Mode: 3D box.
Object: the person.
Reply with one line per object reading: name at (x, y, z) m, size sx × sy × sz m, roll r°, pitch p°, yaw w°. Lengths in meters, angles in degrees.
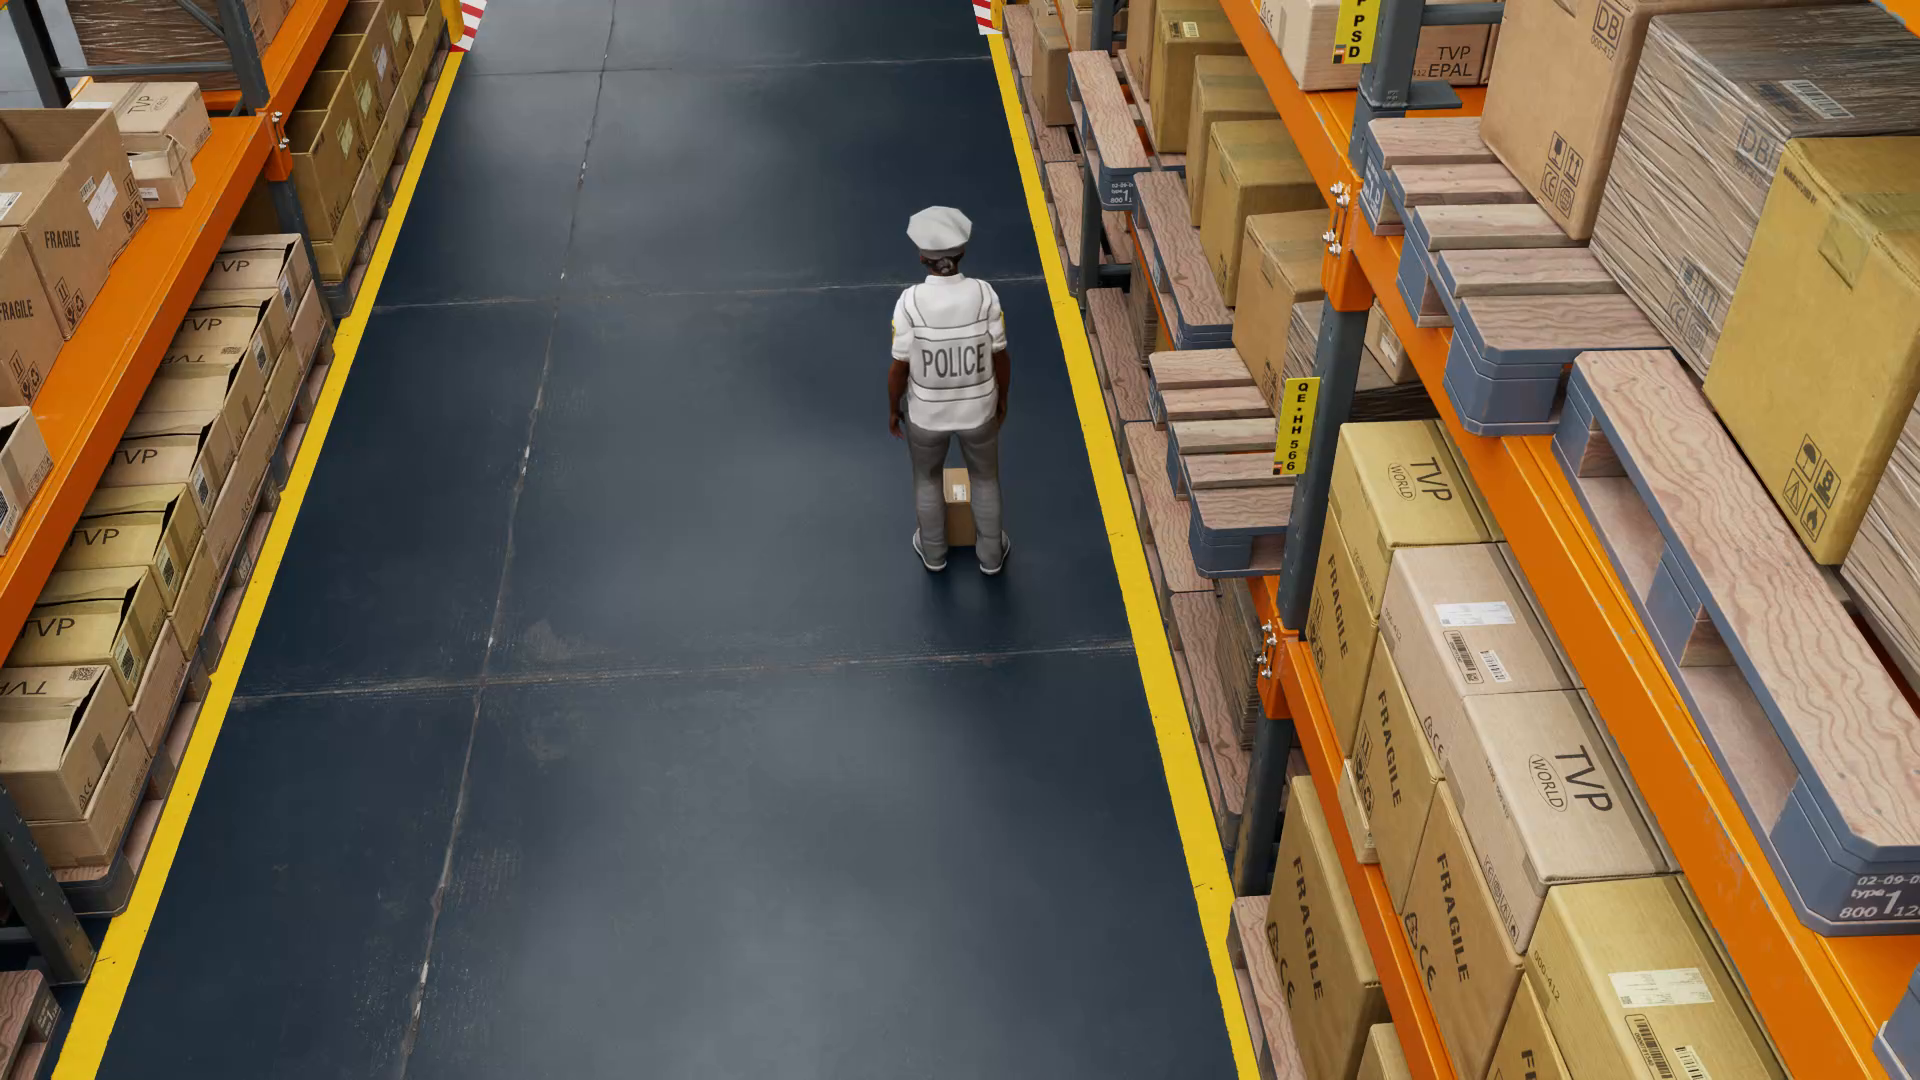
person at (-0.033, -0.554, 6.827) m, size 0.532 × 1.663 × 0.422 m, roll -5°, pitch 40°, yaw -6°
